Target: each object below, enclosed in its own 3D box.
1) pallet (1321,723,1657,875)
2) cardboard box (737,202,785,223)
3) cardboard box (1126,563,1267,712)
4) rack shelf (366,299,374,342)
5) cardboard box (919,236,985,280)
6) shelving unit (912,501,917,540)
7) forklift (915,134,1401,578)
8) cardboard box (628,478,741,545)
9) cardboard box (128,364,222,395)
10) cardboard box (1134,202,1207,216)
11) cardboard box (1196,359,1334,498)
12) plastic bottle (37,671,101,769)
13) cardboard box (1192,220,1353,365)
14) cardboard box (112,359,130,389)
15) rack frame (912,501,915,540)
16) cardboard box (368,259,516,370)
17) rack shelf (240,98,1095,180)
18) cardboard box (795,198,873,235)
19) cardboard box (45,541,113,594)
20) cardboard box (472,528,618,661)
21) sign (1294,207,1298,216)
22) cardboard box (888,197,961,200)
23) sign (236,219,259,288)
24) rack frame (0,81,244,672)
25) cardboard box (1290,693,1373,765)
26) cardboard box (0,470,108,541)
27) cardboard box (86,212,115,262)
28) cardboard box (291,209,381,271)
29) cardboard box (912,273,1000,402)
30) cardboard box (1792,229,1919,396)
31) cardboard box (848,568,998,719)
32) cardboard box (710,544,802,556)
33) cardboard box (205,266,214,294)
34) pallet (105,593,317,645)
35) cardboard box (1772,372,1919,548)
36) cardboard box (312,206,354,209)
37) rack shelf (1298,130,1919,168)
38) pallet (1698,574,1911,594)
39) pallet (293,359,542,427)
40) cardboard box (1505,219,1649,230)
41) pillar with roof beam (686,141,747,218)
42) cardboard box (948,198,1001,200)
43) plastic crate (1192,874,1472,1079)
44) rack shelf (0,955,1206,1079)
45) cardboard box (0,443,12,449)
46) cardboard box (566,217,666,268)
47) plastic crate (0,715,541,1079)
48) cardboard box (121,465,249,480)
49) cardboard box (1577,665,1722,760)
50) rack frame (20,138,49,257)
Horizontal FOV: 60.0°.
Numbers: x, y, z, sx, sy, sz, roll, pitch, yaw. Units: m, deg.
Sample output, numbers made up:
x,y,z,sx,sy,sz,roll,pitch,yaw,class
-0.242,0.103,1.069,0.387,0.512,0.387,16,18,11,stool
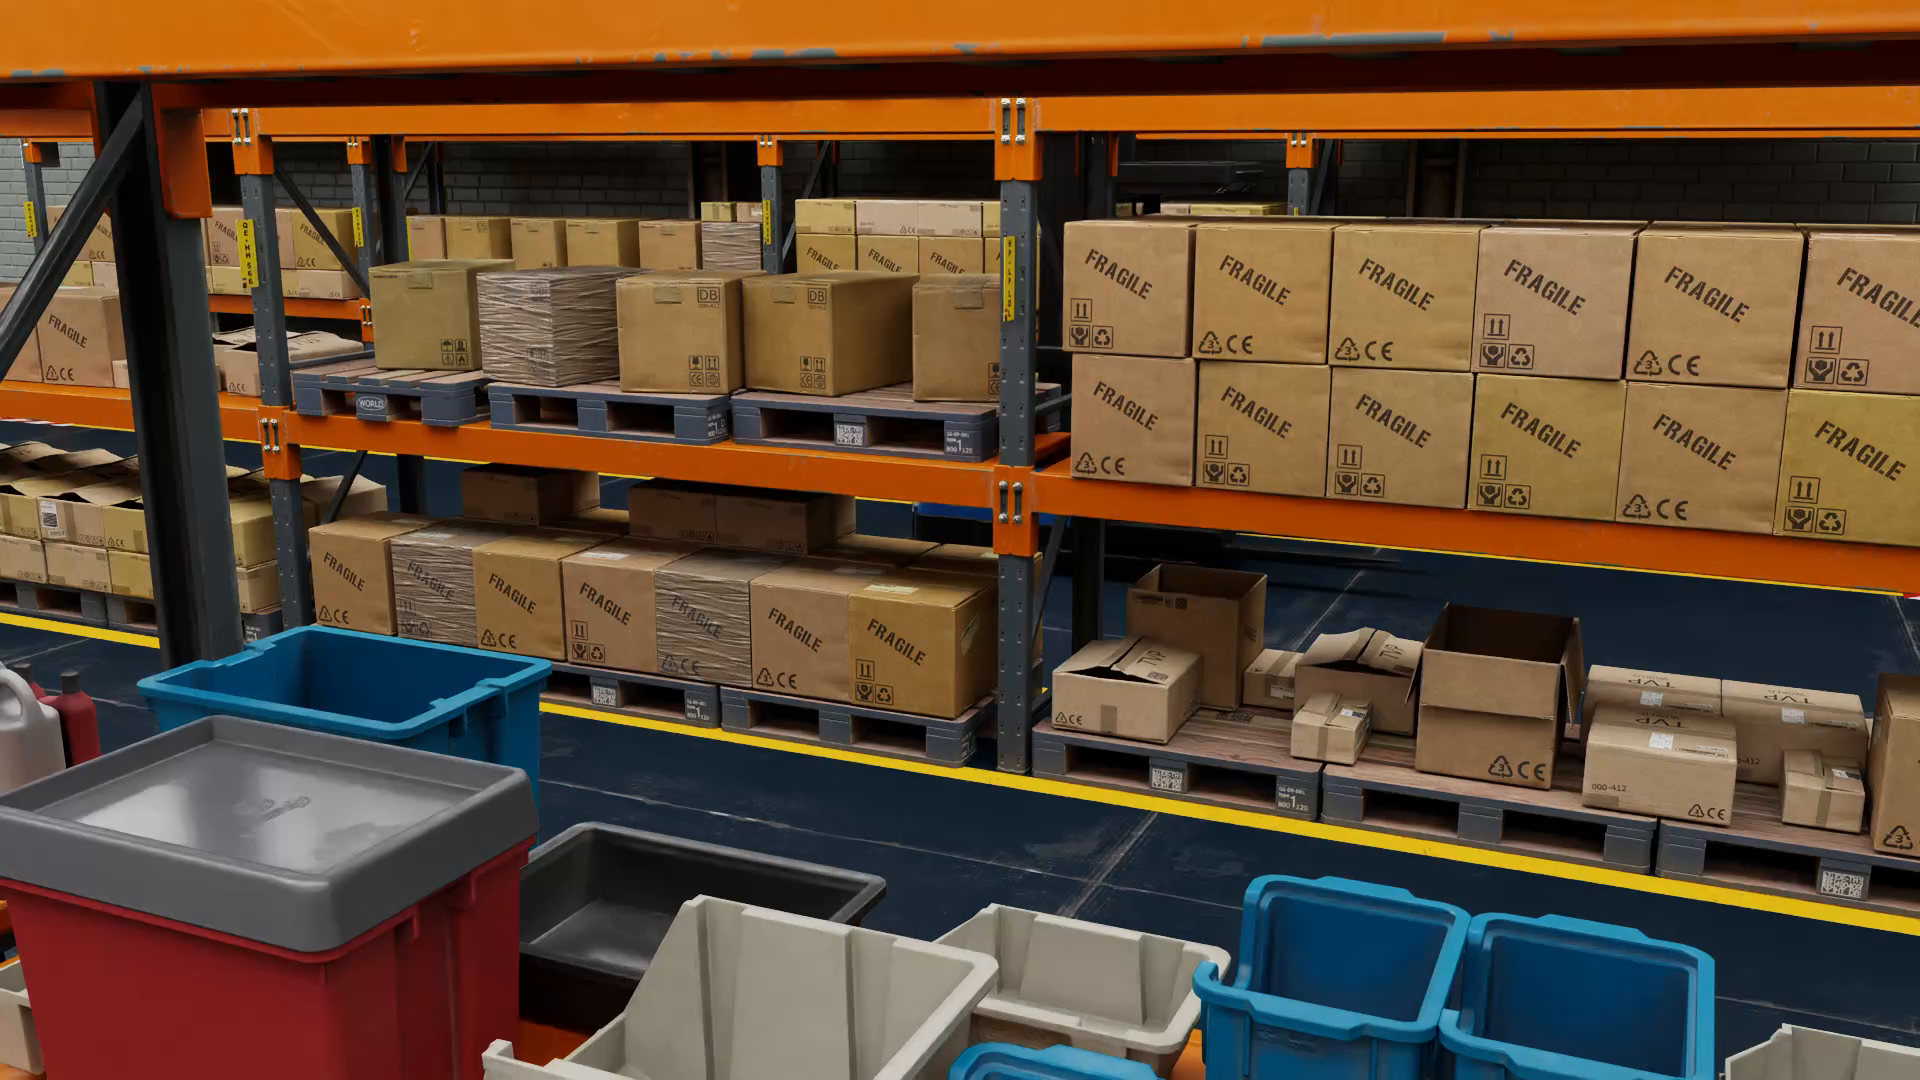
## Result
x,y,z,sx,sy,sz,roll,pitch,yaw,class
2.161,0.959,6.705,1.213,0.211,1.003,6,14,23,pallet
-1.567,-2.584,13.099,0.250,0.149,0.380,4,14,16,cardboard box
1.050,0.422,7.401,0.500,0.500,0.500,6,14,23,cardboard box
-3.068,-1.815,13.997,4.000,0.370,1.077,6,14,23,rack shelf
0.029,-1.988,12.247,0.500,0.500,0.500,6,14,23,cardboard box
-0.181,-0.453,11.216,0.210,0.900,0.258,5,14,20,shelving unit
1.283,-1.277,10.282,3.031,2.935,1.130,5,14,20,forklift
-1.302,-0.171,8.287,0.500,0.250,0.500,5,14,22,cardboard box
-4.177,-0.848,8.852,0.250,0.149,0.380,6,14,23,cardboard box
1.423,-2.217,11.582,0.500,0.250,0.500,6,15,24,cardboard box
1.240,-0.473,6.484,0.500,0.500,0.500,6,15,24,cardboard box
-1.758,0.393,3.268,0.133,0.283,0.061,6,14,23,plastic bottle
1.203,-0.960,6.373,0.500,0.500,0.500,5,14,21,cardboard box
-4.432,-0.929,9.196,0.250,0.149,0.380,7,15,27,cardboard box
-0.276,-0.462,11.252,0.006,0.900,0.240,5,14,20,rack frame
-2.621,-1.163,8.508,0.500,0.500,0.700,1,13,4,cardboard box
-1.414,-1.870,7.666,4.000,0.370,1.077,6,14,23,rack shelf
-0.903,-2.450,12.573,0.500,0.250,0.500,6,15,25,cardboard box
-4.754,0.098,9.373,0.500,0.250,0.500,6,15,25,cardboard box
-2.005,0.255,8.113,0.500,0.500,0.500,6,14,22,cardboard box
2.207,-2.021,10.938,0.005,0.325,0.100,6,14,23,sign
-0.248,-2.512,12.837,0.500,0.250,0.500,5,14,21,cardboard box
-3.465,-1.392,8.087,0.005,0.325,0.100,6,14,23,sign
-1.597,0.460,2.727,0.053,2.616,0.949,6,14,23,rack frame
1.506,0.753,6.721,0.250,0.166,0.380,6,14,23,cardboard box
-5.217,-0.221,9.505,0.500,0.311,0.500,6,15,25,cardboard box
-7.792,-2.867,15.550,0.500,0.500,0.500,6,14,23,cardboard box
-5.454,-2.631,14.543,0.500,0.500,0.500,6,14,23,cardboard box
0.072,-0.918,7.464,0.500,0.500,0.700,1,13,4,cardboard box
3.091,-0.770,5.564,0.500,0.500,0.500,6,15,25,cardboard box
-0.153,0.442,7.312,0.500,0.500,0.500,6,14,23,cardboard box
-0.875,0.238,8.185,0.500,0.500,0.500,6,14,24,cardboard box
-6.831,-2.405,15.221,0.500,0.250,0.500,6,14,24,cardboard box
-3.980,0.328,9.393,1.213,0.211,1.003,6,14,23,pallet
3.076,-0.285,5.685,0.500,0.500,0.500,6,14,24,cardboard box
-5.713,-2.787,15.211,0.500,0.500,0.500,6,14,23,cardboard box
4.246,-2.535,10.499,4.000,0.370,1.077,6,14,23,rack shelf
5.312,0.060,10.535,1.213,0.211,1.003,6,14,23,pallet
-2.595,-0.803,8.532,1.003,0.211,1.213,6,14,23,pallet
2.371,-0.977,6.445,0.500,0.500,0.500,6,14,23,cardboard box
-3.822,-4.302,9.891,0.400,9.000,9.100,6,14,23,pillar with roof beam
0.220,-2.463,12.632,0.500,0.250,0.500,5,14,22,cardboard box
0.491,0.641,2.193,0.300,0.233,0.416,6,14,23,plastic crate
0.233,0.995,2.024,4.000,0.370,1.077,6,14,23,rack shelf
-6.414,-0.476,10.590,0.500,0.311,0.500,6,14,23,cardboard box
-2.822,-2.395,13.712,0.500,0.500,0.700,6,14,23,cardboard box
-0.880,0.534,2.141,0.583,0.464,0.402,6,14,23,plastic crate
-4.552,-0.288,9.788,0.500,0.311,0.500,5,14,22,cardboard box
2.775,0.718,6.685,0.500,0.250,0.500,6,14,23,cardboard box
-8.554,-2.720,16.280,0.127,3.000,1.000,6,14,23,rack frame
